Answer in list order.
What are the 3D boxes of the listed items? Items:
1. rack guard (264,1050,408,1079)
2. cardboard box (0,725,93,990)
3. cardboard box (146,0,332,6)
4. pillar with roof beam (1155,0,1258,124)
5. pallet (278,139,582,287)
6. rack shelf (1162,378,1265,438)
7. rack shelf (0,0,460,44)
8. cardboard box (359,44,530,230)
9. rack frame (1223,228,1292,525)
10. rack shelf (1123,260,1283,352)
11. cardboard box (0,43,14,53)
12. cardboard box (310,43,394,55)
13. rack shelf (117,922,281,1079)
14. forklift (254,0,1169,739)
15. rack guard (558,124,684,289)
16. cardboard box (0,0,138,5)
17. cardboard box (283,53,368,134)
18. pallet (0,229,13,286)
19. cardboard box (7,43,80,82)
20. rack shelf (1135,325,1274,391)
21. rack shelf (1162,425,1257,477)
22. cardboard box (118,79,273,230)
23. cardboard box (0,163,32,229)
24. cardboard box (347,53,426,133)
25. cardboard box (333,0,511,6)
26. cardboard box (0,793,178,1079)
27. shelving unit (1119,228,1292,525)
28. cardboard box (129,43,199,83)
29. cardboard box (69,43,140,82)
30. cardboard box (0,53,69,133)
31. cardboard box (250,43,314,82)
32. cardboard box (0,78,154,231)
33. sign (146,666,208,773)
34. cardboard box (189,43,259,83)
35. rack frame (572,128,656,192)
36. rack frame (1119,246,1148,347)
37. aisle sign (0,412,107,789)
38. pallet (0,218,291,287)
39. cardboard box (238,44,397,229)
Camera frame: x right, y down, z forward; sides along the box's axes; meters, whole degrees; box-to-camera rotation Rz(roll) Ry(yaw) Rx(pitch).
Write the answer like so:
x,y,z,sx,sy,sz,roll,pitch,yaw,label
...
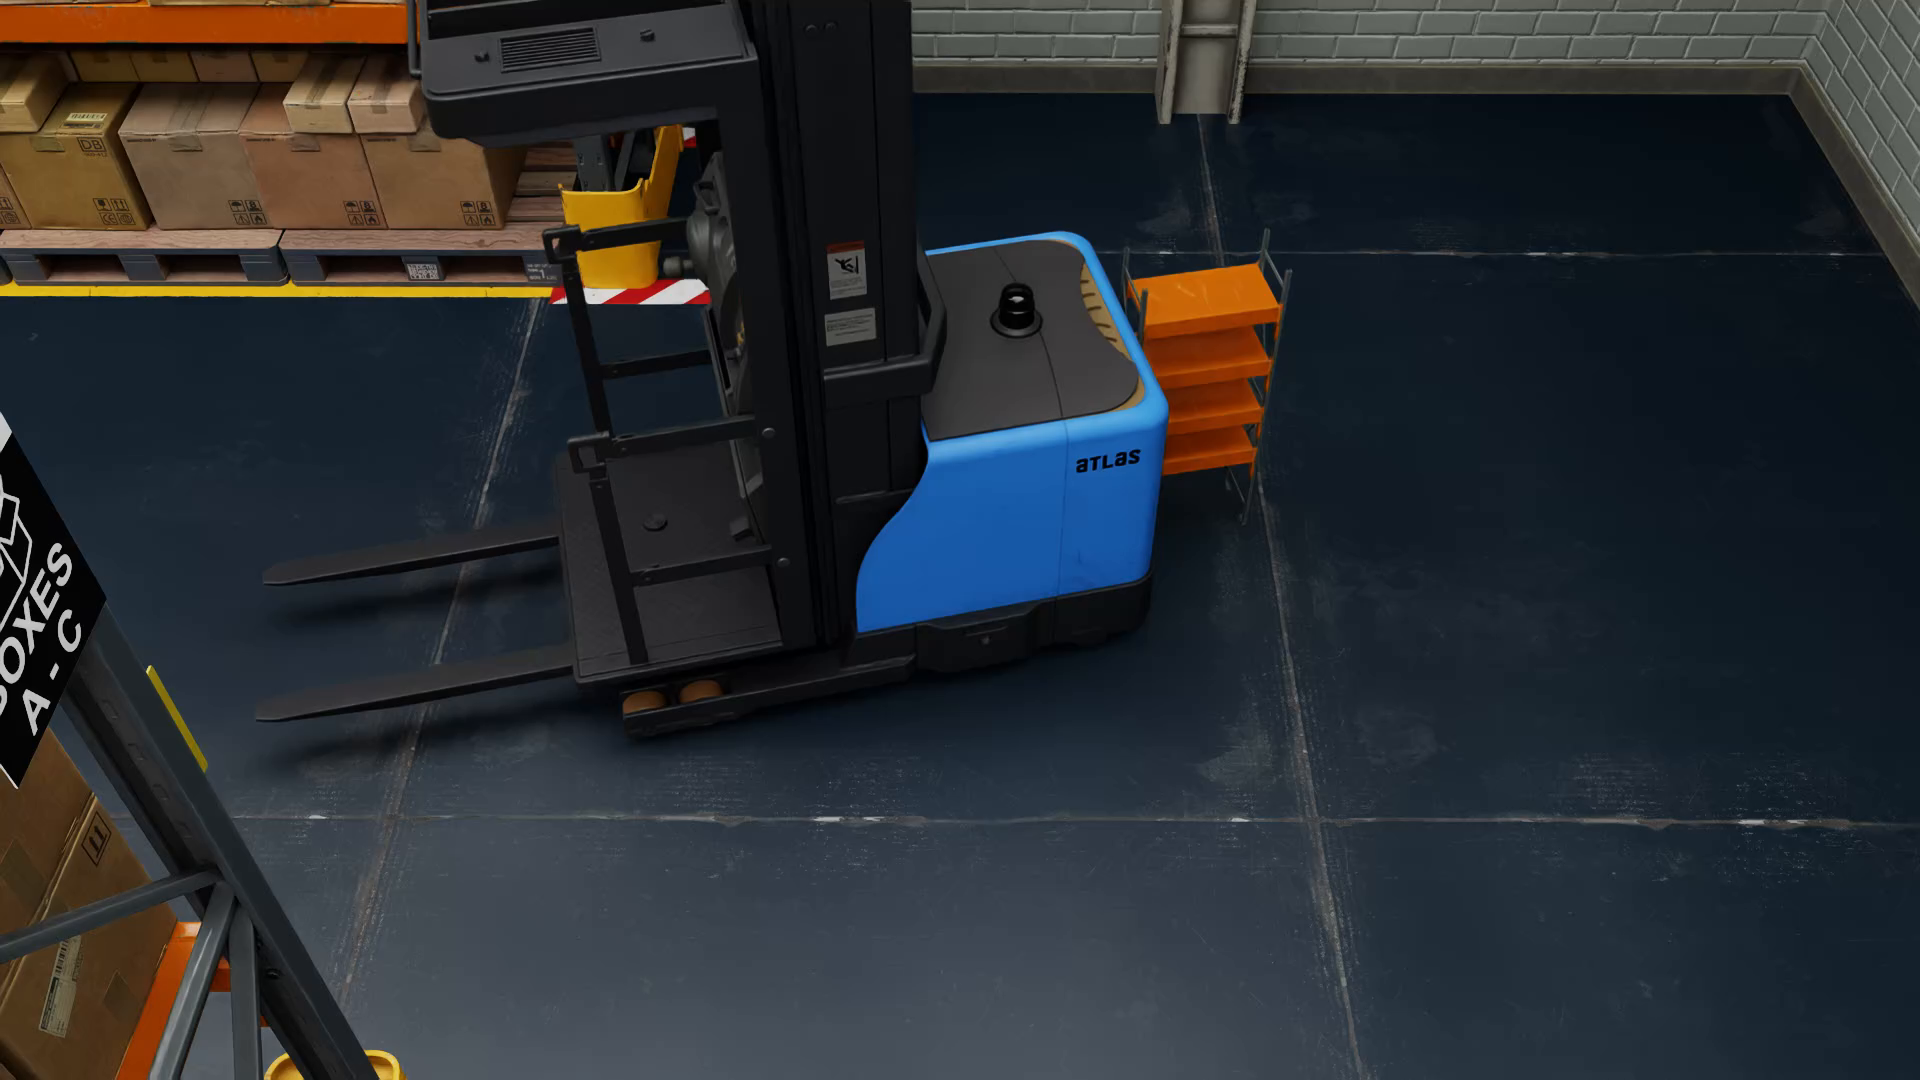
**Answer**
x,y,z,sx,sy,sz,roll,pitch,yaw,label
-1.619,1.928,4.114,0.348,0.500,1.175,0,47,0,rack guard
-1.986,0.508,2.977,0.500,0.500,0.500,1,47,1,cardboard box
-2.766,-2.639,6.452,0.700,0.700,0.980,0,47,0,cardboard box
1.159,-2.068,2.027,0.400,9.000,9.100,0,47,0,pillar with roof beam
-2.329,-1.544,7.543,1.213,0.211,1.003,0,47,0,pallet
0.815,-0.470,5.959,0.480,0.148,0.258,-9,48,-8,rack shelf
-3.529,-2.309,6.842,4.000,0.370,1.077,0,47,0,rack shelf
-2.229,-1.769,7.268,0.500,0.500,0.700,0,47,0,cardboard box
1.054,-0.552,5.944,0.015,1.200,0.240,-9,48,-8,rack frame
0.815,-0.783,5.622,0.480,0.148,0.258,-9,48,-8,rack shelf
-4.135,-2.141,7.171,0.250,0.149,0.380,-1,47,-1,cardboard box
-2.610,-2.137,7.168,0.250,0.149,0.380,0,47,0,cardboard box
-3.543,1.317,3.467,4.000,0.370,1.077,0,47,0,rack shelf
-0.901,-0.762,4.957,3.031,2.935,1.130,-10,48,-9,forklift
-1.505,-1.697,7.488,0.348,0.500,1.175,0,47,0,rack guard
-3.529,-2.648,6.461,0.700,0.700,0.980,-2,47,-2,cardboard box
-2.614,-1.857,6.907,0.250,0.149,0.380,1,47,1,cardboard box
-4.769,-1.551,7.549,1.213,0.211,1.003,0,47,0,pallet
-3.882,-2.140,7.170,0.250,0.149,0.380,1,47,1,cardboard box
0.815,-0.622,5.796,0.480,0.148,0.258,-9,48,-8,rack shelf
0.815,-0.334,6.105,0.480,0.148,0.258,-9,48,-8,rack shelf
-3.232,-1.771,7.270,0.500,0.500,0.700,-1,47,-1,cardboard box
-4.279,-1.771,7.270,0.500,0.500,0.700,0,47,0,cardboard box
-2.358,-1.857,6.907,0.250,0.149,0.380,0,47,0,cardboard box
-2.039,-2.645,6.458,0.700,0.700,0.980,2,47,2,cardboard box
-1.986,0.849,3.343,0.500,0.500,0.500,1,47,1,cardboard box
0.815,-0.515,5.910,0.503,1.200,0.258,-9,48,-8,shelving unit
-3.371,-2.138,7.169,0.250,0.149,0.380,1,47,1,cardboard box
-3.624,-2.139,7.170,0.250,0.149,0.380,-1,47,-1,cardboard box
-3.917,-1.860,6.909,0.250,0.149,0.380,-1,47,-1,cardboard box
-2.860,-2.138,7.169,0.250,0.149,0.380,1,47,0,cardboard box
-3.766,-1.767,7.267,0.500,0.500,0.700,1,47,1,cardboard box
-1.542,0.385,3.251,0.005,0.325,0.100,0,47,0,sign
-3.115,-2.138,7.169,0.250,0.149,0.380,1,47,1,cardboard box
-1.529,-2.549,6.573,0.127,3.000,1.000,0,47,0,rack frame
0.576,-0.479,5.876,0.015,1.200,0.240,-9,48,-8,rack frame
-1.474,-0.024,2.447,0.004,0.787,0.394,0,47,0,aisle sign
-3.545,-1.549,7.548,1.213,0.211,1.003,0,47,0,pallet
-2.729,-1.771,7.270,0.500,0.500,0.700,0,47,0,cardboard box
